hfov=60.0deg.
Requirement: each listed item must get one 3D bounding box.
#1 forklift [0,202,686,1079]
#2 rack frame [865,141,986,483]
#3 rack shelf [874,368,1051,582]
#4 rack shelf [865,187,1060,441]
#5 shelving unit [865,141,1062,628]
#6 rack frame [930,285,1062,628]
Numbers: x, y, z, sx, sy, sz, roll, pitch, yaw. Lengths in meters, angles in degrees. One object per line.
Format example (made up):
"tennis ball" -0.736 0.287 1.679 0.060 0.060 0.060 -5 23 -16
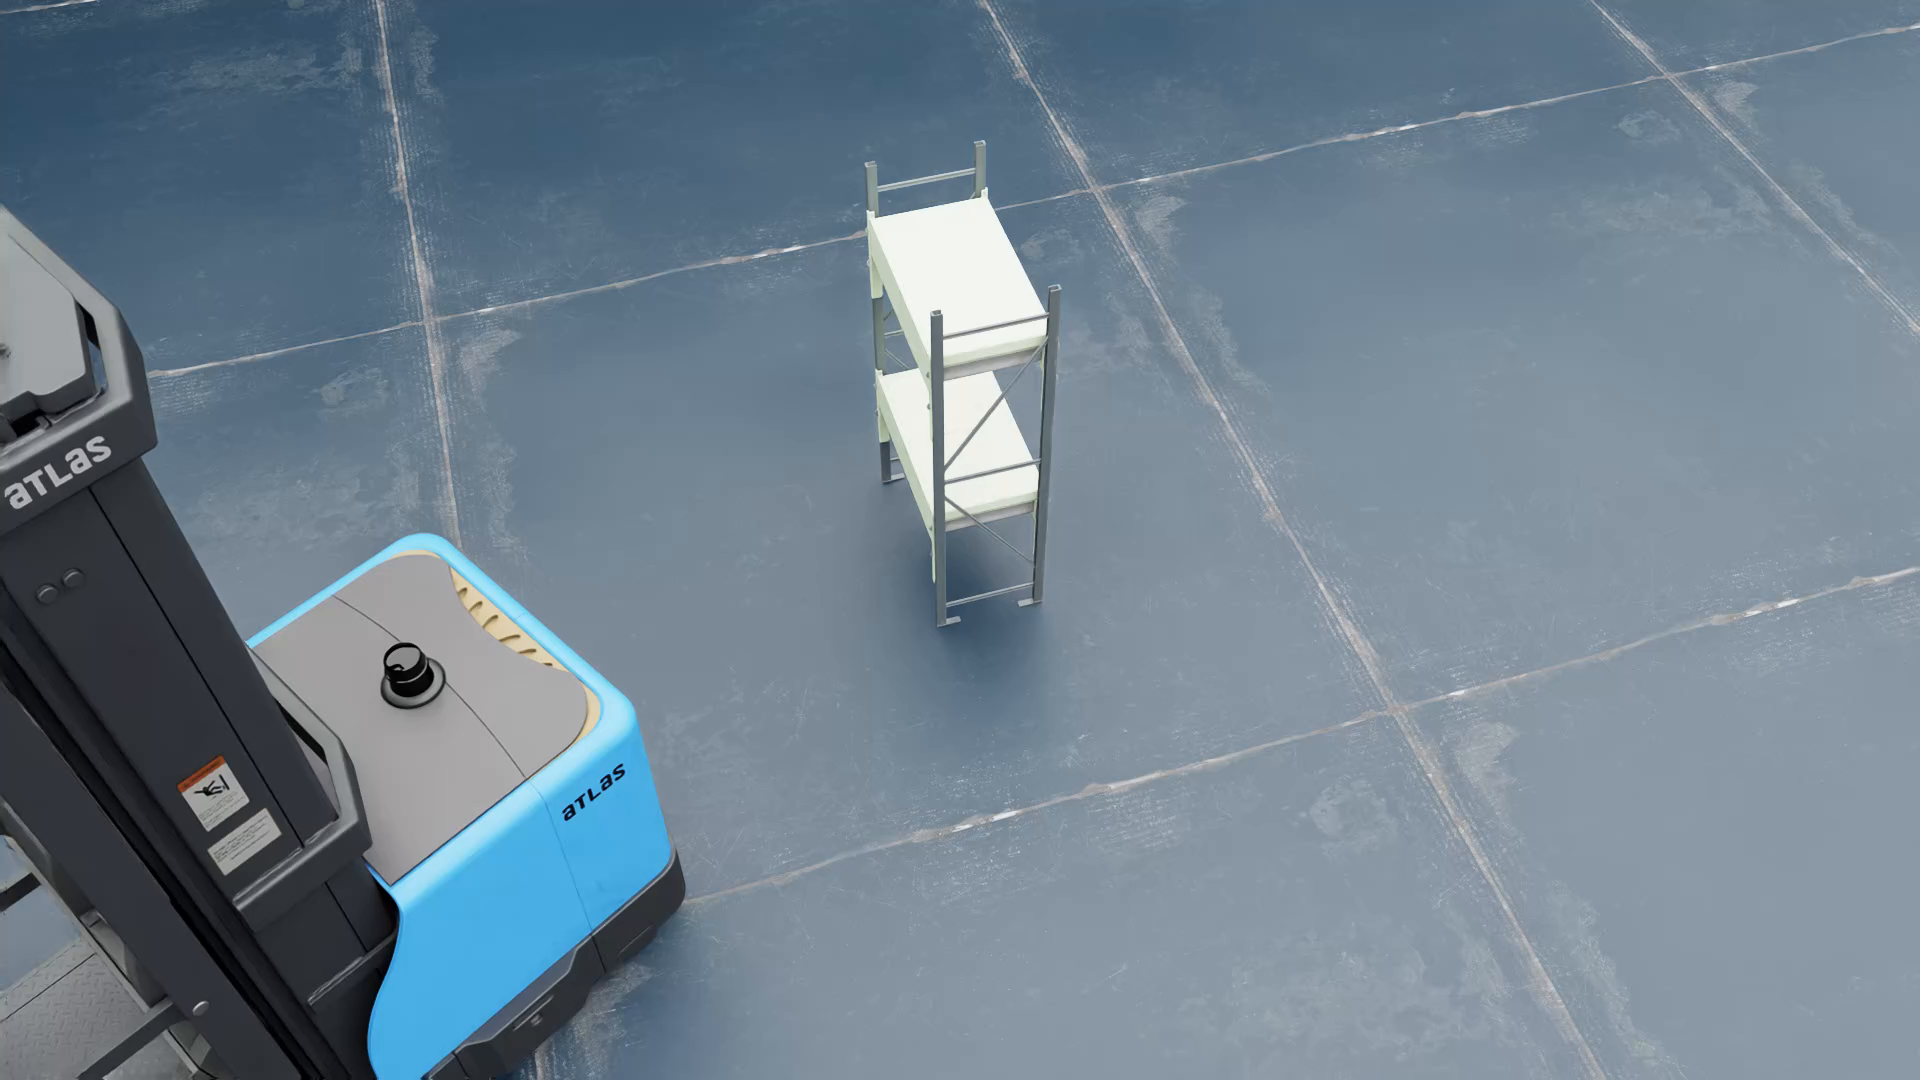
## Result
"forklift" -2.233 0.778 3.677 1.130 2.935 3.031 35 58 26
"rack frame" -0.110 -0.756 5.906 0.400 1.500 0.023 -13 51 -11
"rack shelf" -0.002 -0.278 5.930 0.431 0.370 0.720 -13 51 -11
"rack shelf" -0.002 -0.740 5.382 0.431 0.370 0.720 -13 51 -11
"shelving unit" -0.002 -0.488 5.681 0.431 1.500 0.755 -13 51 -11
"rack frame" 0.106 -0.221 5.455 0.400 1.500 0.023 -13 51 -11
